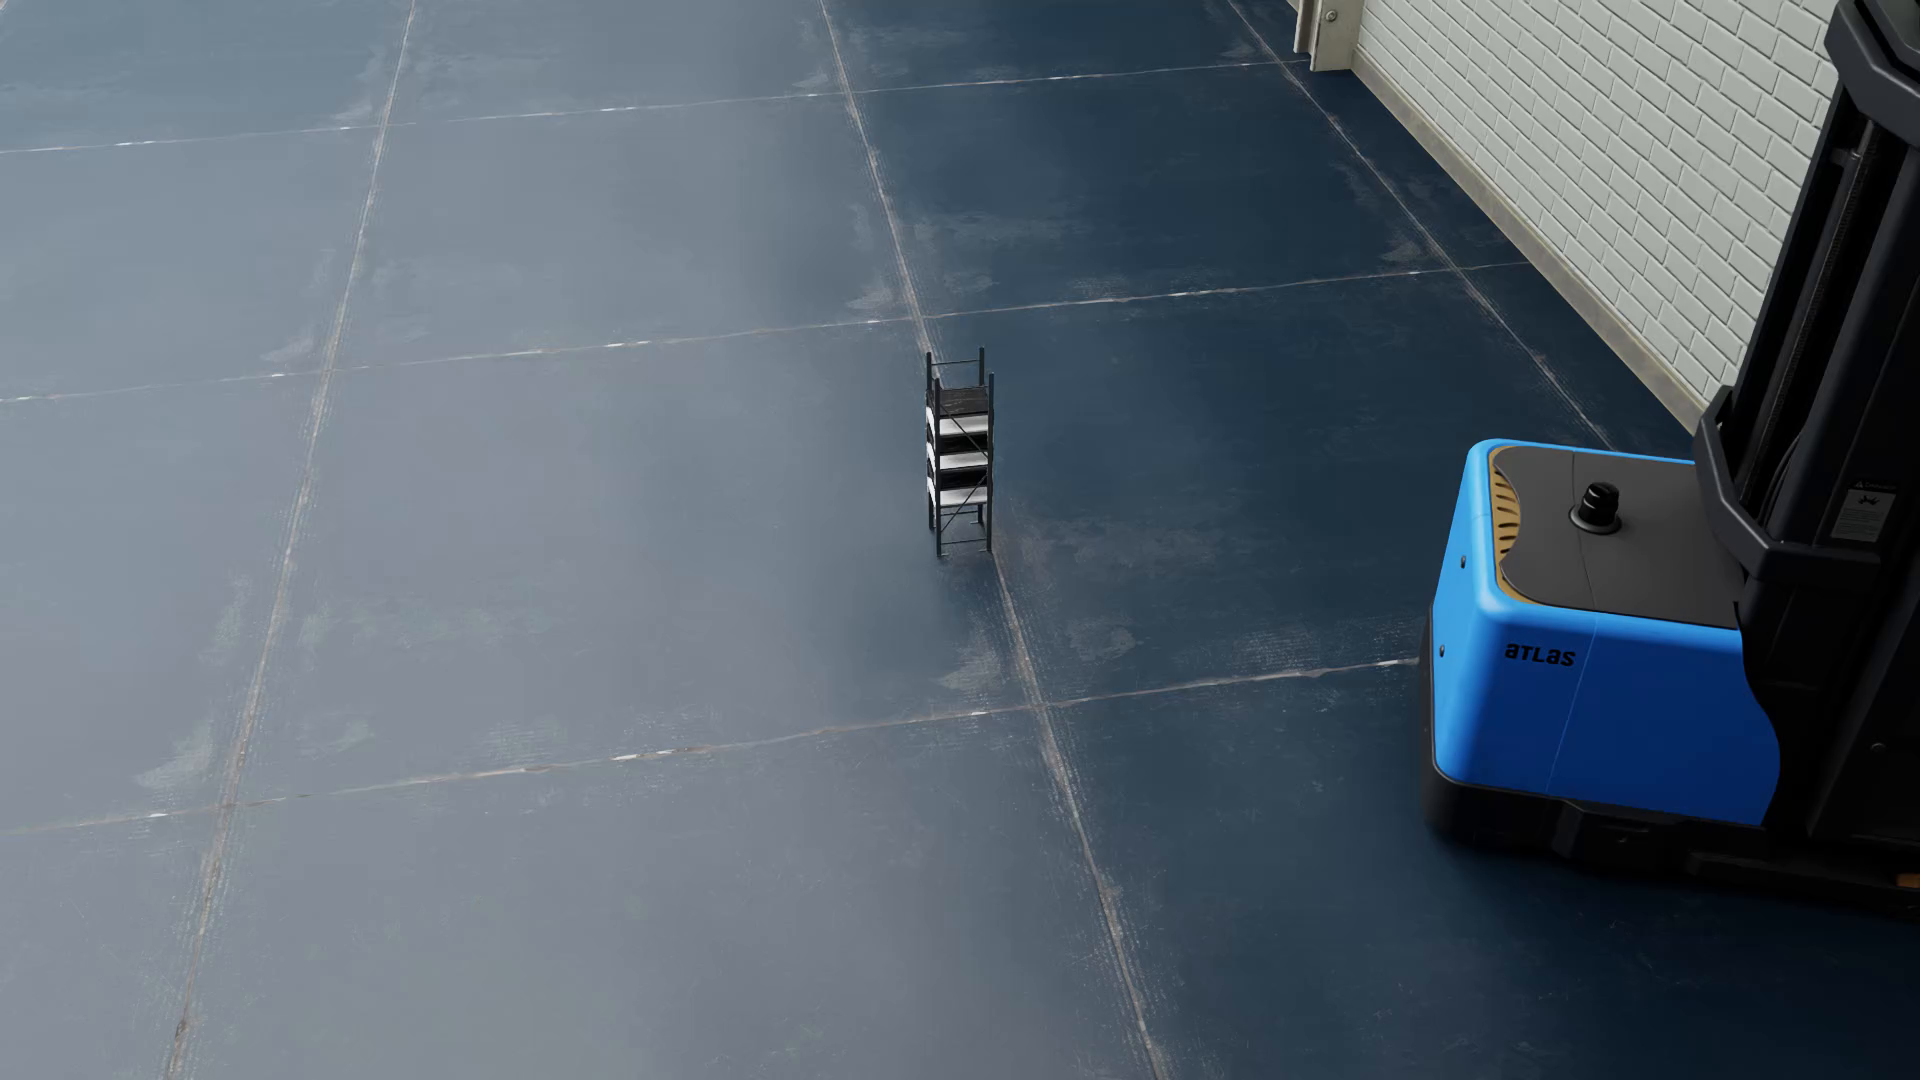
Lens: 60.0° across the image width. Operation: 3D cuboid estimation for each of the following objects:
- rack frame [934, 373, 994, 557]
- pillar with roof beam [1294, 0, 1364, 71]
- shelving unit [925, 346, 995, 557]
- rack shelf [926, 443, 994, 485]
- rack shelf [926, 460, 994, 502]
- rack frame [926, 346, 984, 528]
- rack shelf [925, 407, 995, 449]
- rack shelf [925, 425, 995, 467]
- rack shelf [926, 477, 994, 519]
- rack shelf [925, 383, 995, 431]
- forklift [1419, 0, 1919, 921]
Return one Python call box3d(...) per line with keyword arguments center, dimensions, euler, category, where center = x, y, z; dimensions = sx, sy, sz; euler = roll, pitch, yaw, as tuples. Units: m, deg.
box3d(center=(0.016, -0.299, 6.901), dimensions=(0.240, 0.900, 0.006), euler=(-6, 38, -8), category="rack frame")
box3d(center=(-1.711, -6.432, 8.195), dimensions=(9.100, 9.000, 0.400), euler=(-6, 38, -8), category="pillar with roof beam")
box3d(center=(-0.001, -0.360, 6.980), dimensions=(0.258, 0.900, 0.210), euler=(-6, 38, -8), category="shelving unit")
box3d(center=(-0.001, -0.334, 7.001), dimensions=(0.258, 0.077, 0.200), euler=(-6, 38, -8), category="rack shelf")
box3d(center=(-0.001, -0.263, 7.056), dimensions=(0.258, 0.077, 0.200), euler=(-6, 38, -8), category="rack shelf")
box3d(center=(-0.019, -0.422, 7.059), dimensions=(0.240, 0.900, 0.006), euler=(-6, 38, -8), category="rack frame")
box3d(center=(-0.001, -0.476, 6.890), dimensions=(0.258, 0.077, 0.200), euler=(-6, 38, -8), category="rack shelf")
box3d(center=(-0.001, -0.405, 6.945), dimensions=(0.258, 0.077, 0.200), euler=(-6, 38, -8), category="rack shelf")
box3d(center=(-0.001, -0.192, 7.111), dimensions=(0.258, 0.077, 0.200), euler=(-6, 38, -8), category="rack shelf")
box3d(center=(-0.001, -0.547, 6.835), dimensions=(0.258, 0.077, 0.200), euler=(-6, 38, -8), category="rack shelf")
box3d(center=(3.206, -0.210, 5.131), dimensions=(3.031, 2.935, 1.130), euler=(7, 38, 9), category="forklift")
